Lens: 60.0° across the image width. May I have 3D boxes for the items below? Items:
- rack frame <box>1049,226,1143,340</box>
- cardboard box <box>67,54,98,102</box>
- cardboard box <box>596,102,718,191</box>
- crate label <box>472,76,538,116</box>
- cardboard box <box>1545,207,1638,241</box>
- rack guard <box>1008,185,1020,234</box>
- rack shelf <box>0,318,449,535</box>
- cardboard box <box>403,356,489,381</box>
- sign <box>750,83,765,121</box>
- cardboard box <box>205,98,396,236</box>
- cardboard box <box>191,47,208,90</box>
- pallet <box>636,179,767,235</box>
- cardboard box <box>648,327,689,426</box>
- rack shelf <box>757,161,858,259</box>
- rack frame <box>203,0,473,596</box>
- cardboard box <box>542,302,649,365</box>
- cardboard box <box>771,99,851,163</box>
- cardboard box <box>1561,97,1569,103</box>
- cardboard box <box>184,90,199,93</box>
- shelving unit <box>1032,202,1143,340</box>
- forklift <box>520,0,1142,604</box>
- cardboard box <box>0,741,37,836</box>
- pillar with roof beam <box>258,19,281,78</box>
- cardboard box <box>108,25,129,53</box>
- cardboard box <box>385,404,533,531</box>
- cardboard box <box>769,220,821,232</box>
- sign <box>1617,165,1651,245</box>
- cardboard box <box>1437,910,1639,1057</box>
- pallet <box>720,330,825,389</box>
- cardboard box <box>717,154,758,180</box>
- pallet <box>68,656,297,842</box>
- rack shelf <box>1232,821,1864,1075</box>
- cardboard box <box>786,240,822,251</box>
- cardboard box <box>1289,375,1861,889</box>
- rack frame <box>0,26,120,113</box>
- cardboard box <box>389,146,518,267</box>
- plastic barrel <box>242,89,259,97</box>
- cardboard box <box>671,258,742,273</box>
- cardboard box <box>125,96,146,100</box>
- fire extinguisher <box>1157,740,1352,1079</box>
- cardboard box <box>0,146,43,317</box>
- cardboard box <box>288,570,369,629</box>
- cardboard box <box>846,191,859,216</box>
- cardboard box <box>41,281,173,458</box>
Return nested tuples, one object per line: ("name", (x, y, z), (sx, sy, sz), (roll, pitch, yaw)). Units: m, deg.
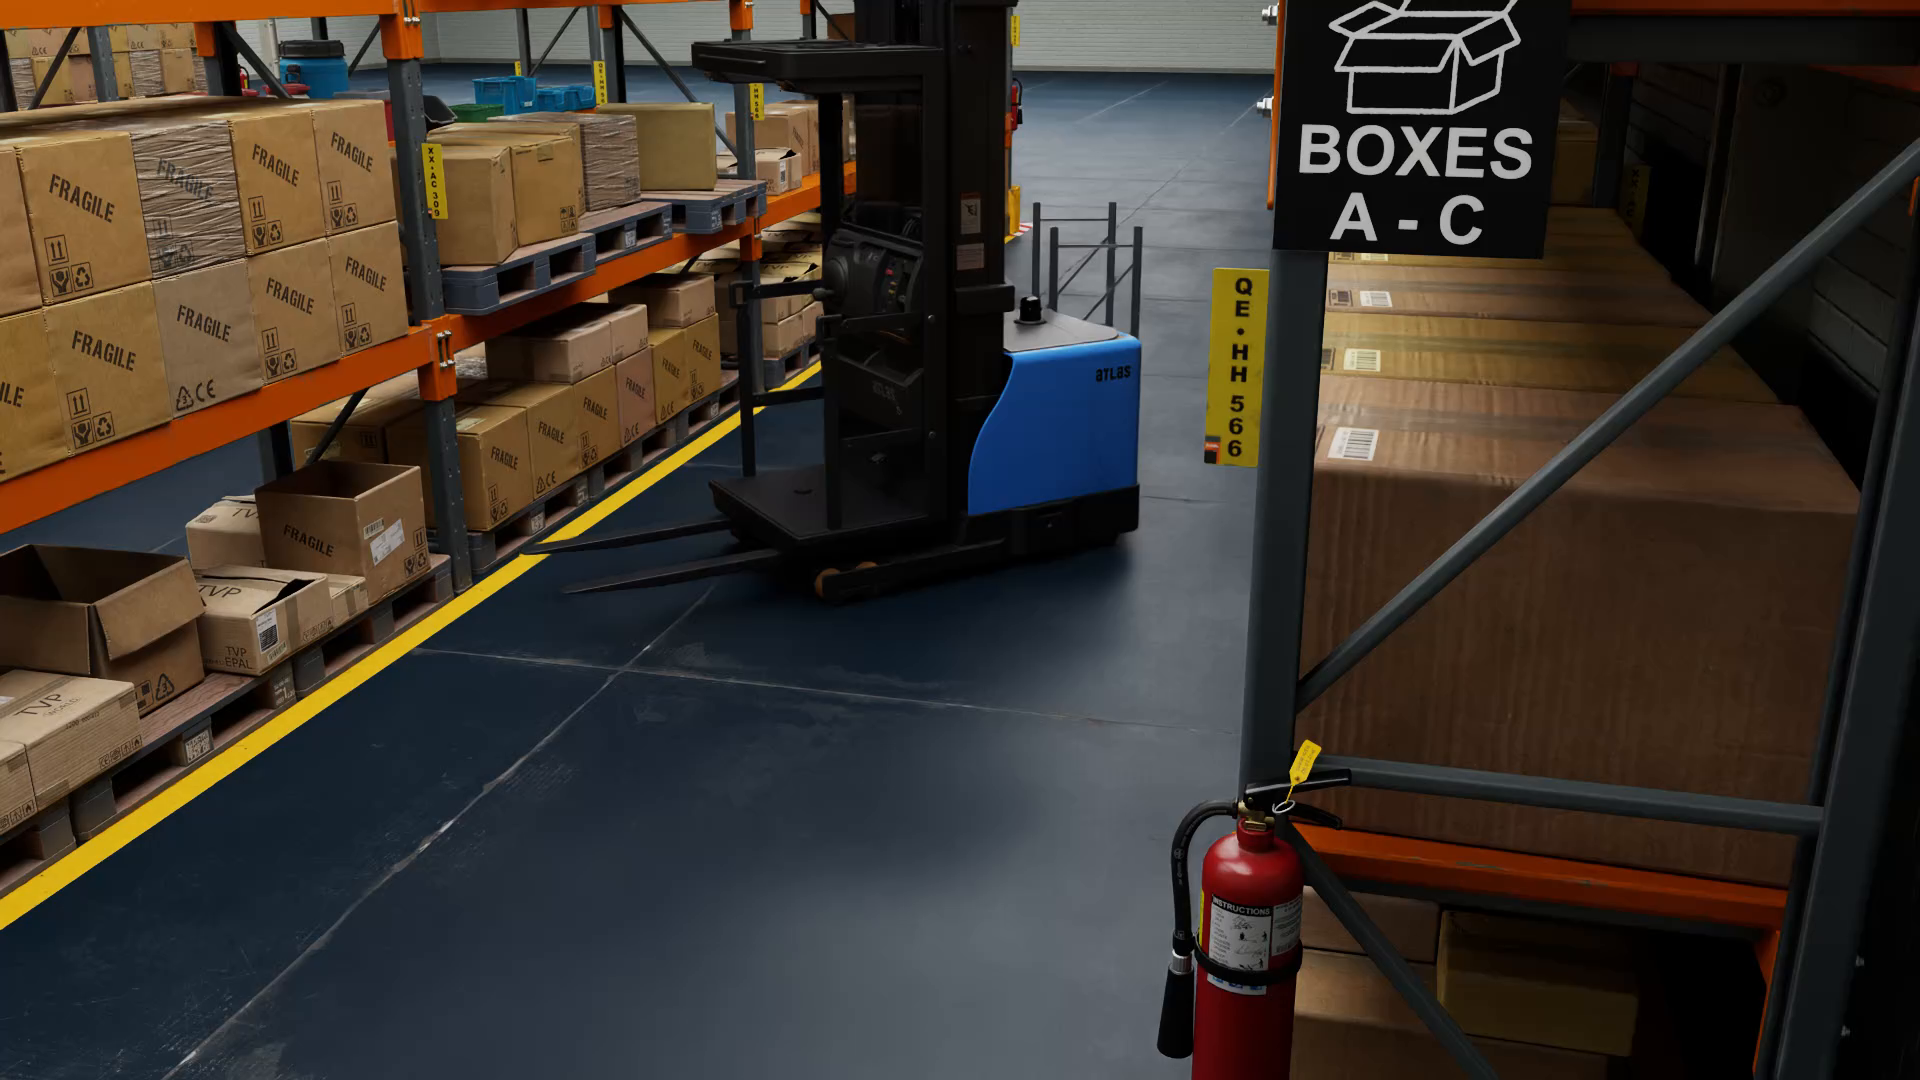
("rack frame", (0.740, -0.989, 9.262), (0.500, 1.500, 0.032), (-1, 19, -3))
("cardboard box", (-10.150, -5.148, 18.503), (0.875, 0.500, 0.500), (5, 19, 13))
("cardboard box", (-1.917, -2.507, 10.584), (0.700, 0.500, 0.500), (-2, 19, -5))
("crate label", (-4.908, -4.786, 18.004), (0.502, 0.435, 0.616), (5, 19, 13))
("cardboard box", (1.806, -0.797, 5.917), (0.980, 0.700, 0.700), (5, 19, 14))
("rack guard", (0.088, -3.800, 19.039), (1.175, 0.500, 0.348), (5, 19, 13))
("rack shelf", (-3.339, -0.247, 5.882), (1.077, 0.370, 4.000), (5, 19, 13))
("cardboard box", (-2.756, -0.728, 9.365), (0.500, 0.500, 0.500), (5, 19, 14))
("sign", (-1.344, -2.938, 10.980), (0.100, 0.325, 0.005), (5, 19, 13))
("cardboard box", (-2.723, -1.556, 6.899), (0.500, 0.500, 0.500), (5, 19, 14))
("cardboard box", (-9.684, -5.777, 20.344), (0.875, 0.500, 0.500), (5, 19, 13))
("pallet", (-1.970, -2.159, 10.664), (1.213, 0.211, 1.003), (5, 19, 13))
("cardboard box", (-2.000, -1.019, 10.217), (0.500, 0.500, 0.500), (4, 19, 11))
("rack shelf", (-1.384, -2.754, 13.223), (1.077, 0.370, 4.000), (5, 19, 13))
("rack frame", (-2.850, -1.214, 7.601), (1.000, 3.000, 0.127), (5, 19, 13))
("cardboard box", (-2.129, -1.197, 9.578), (0.500, 0.250, 0.500), (4, 19, 12))
("cardboard box", (-1.228, -3.364, 13.742), (0.500, 0.500, 0.500), (6, 20, 17))
("cardboard box", (2.814, -2.145, 8.520), (0.500, 0.250, 0.500), (4, 19, 12))
("cardboard box", (-9.466, -5.373, 20.167), (0.380, 0.149, 0.250), (5, 19, 13))
("shelving unit", (0.714, -1.153, 9.743), (0.538, 1.500, 1.048), (-1, 19, -3))
("forklift", (-0.603, -1.280, 7.900), (3.031, 2.935, 1.130), (-11, 22, -28))
("cardboard box", (-3.297, 0.828, 5.196), (0.500, 0.250, 0.500), (5, 19, 13))
("pillar with roof beam", (-14.953, -16.806, 43.970), (9.100, 9.000, 0.400), (5, 19, 13))
("cardboard box", (-9.789, -5.758, 18.744), (0.500, 0.500, 0.500), (5, 19, 13))
("cardboard box", (-2.496, -0.372, 8.322), (0.500, 0.500, 0.500), (4, 19, 11))
("cardboard box", (-1.365, -2.618, 14.448), (0.500, 0.311, 0.500), (4, 19, 13))
("sign", (2.493, -1.228, 6.179), (0.100, 0.325, 0.005), (5, 19, 13))
("cardboard box", (1.214, 0.935, 3.524), (0.380, 0.149, 0.250), (5, 19, 14))
("pallet", (-1.634, -1.403, 12.469), (1.003, 0.211, 1.213), (5, 19, 13))
("cardboard box", (-1.742, -2.536, 11.610), (0.500, 0.311, 0.500), (6, 20, 17))
("pallet", (-3.315, 0.704, 6.299), (1.003, 0.211, 1.213), (5, 19, 13))
("rack shelf", (1.466, 0.143, 4.740), (1.077, 0.370, 4.000), (5, 19, 13))
("cardboard box", (-1.088, -2.258, 13.394), (0.500, 0.311, 0.500), (4, 19, 13))
("cardboard box", (1.092, 0.127, 3.210), (0.980, 0.700, 0.700), (6, 20, 16))
("rack frame", (-6.675, -2.860, 12.420), (1.000, 3.000, 0.127), (5, 19, 13))
("cardboard box", (-2.517, -1.591, 7.900), (0.700, 0.500, 0.500), (-2, 19, -5))
("plastic barrel", (-6.323, -3.666, 14.568), (0.433, 0.535, 0.433), (0, 19, 0))
("cardboard box", (-1.863, -1.978, 12.574), (0.500, 0.311, 0.500), (4, 19, 13))
("cardboard box", (-9.657, -5.056, 19.237), (0.380, 0.149, 0.250), (5, 19, 13))
("fire extinguisher", (0.493, 0.654, 2.830), (0.296, 0.674, 0.183), (5, 19, 13))
("cardboard box", (-3.216, -0.920, 5.038), (0.500, 0.500, 0.500), (5, 19, 14))
("cardboard box", (-2.748, 0.250, 7.044), (0.380, 0.149, 0.250), (5, 19, 13))
("cardboard box", (-0.861, -3.292, 16.130), (0.500, 0.500, 0.500), (5, 19, 13))
("cardboard box", (-3.093, -0.602, 5.653), (0.500, 0.500, 0.500), (5, 19, 14))
